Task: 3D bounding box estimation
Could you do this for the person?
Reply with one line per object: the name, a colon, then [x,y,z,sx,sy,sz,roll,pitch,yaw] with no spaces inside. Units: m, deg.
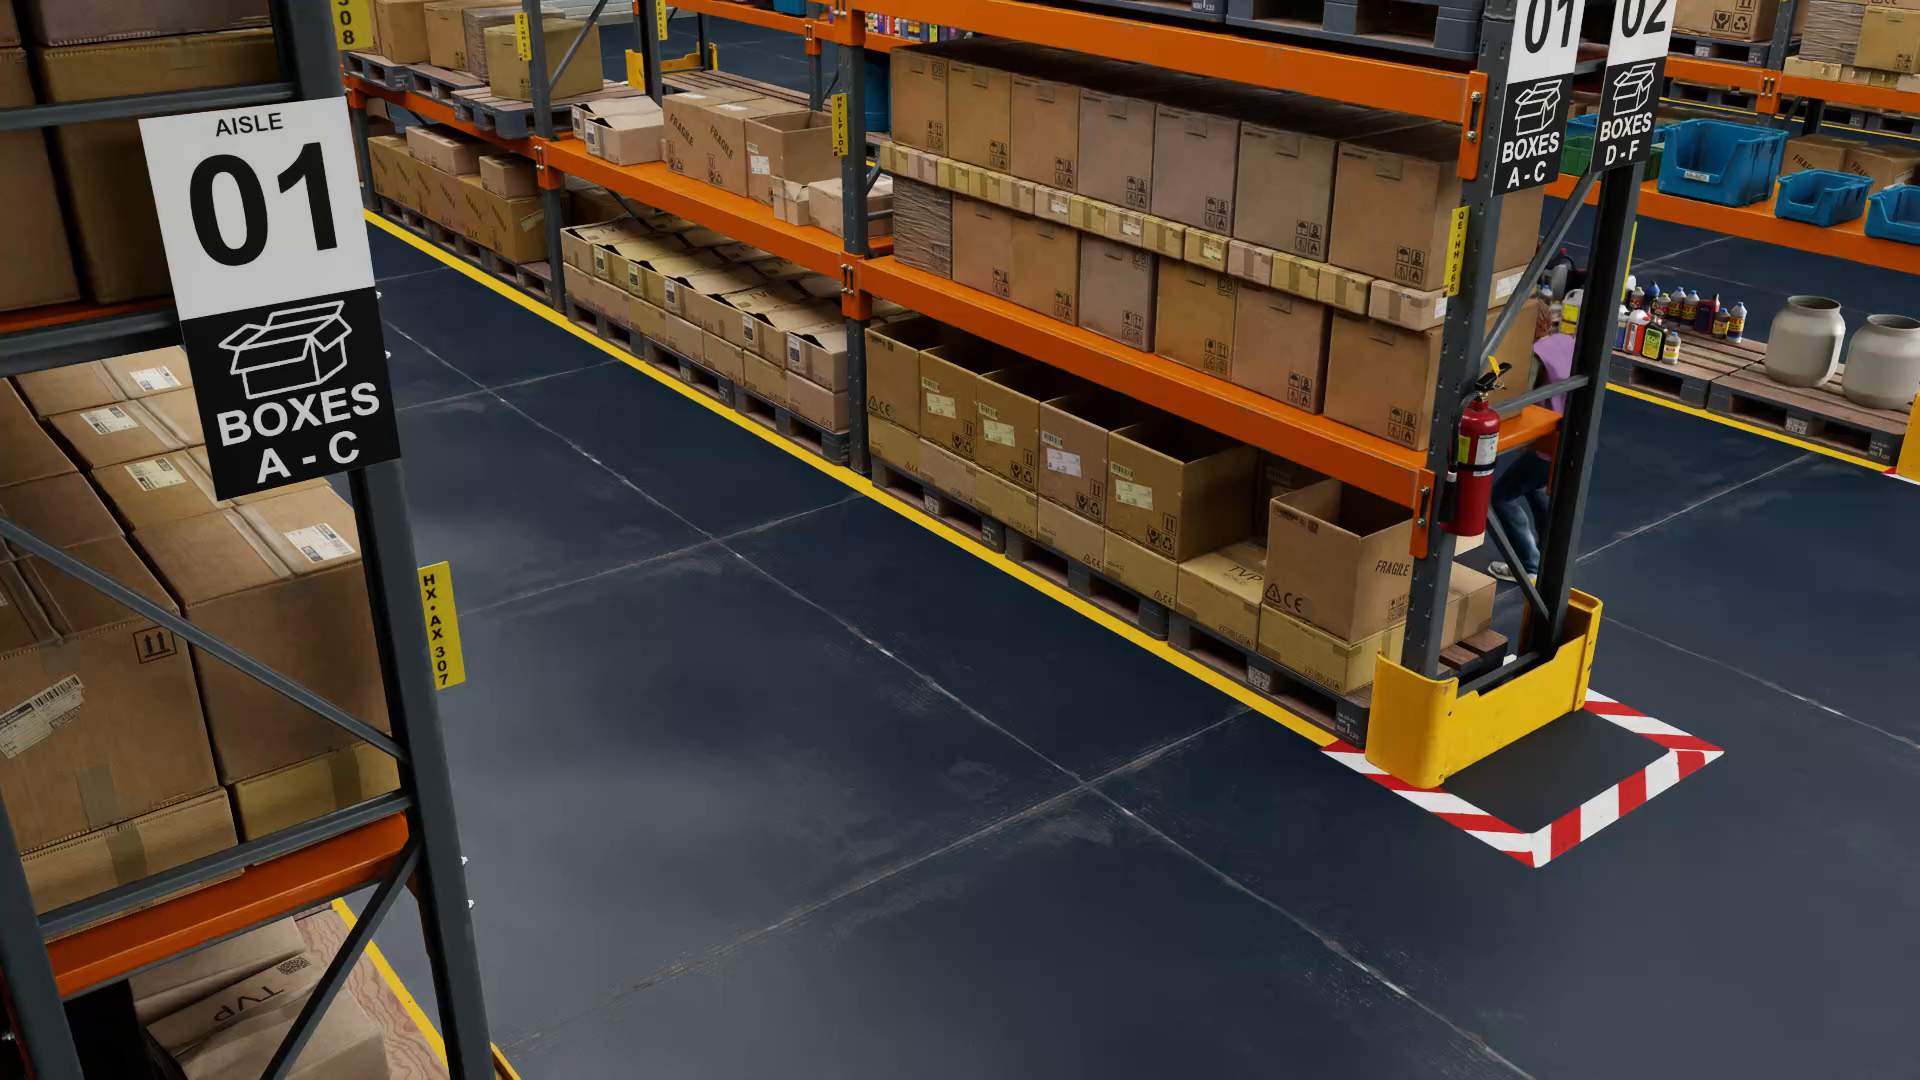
person: [2.883,-0.466,8.306,0.454,1.429,0.540,-18,31,-34]
